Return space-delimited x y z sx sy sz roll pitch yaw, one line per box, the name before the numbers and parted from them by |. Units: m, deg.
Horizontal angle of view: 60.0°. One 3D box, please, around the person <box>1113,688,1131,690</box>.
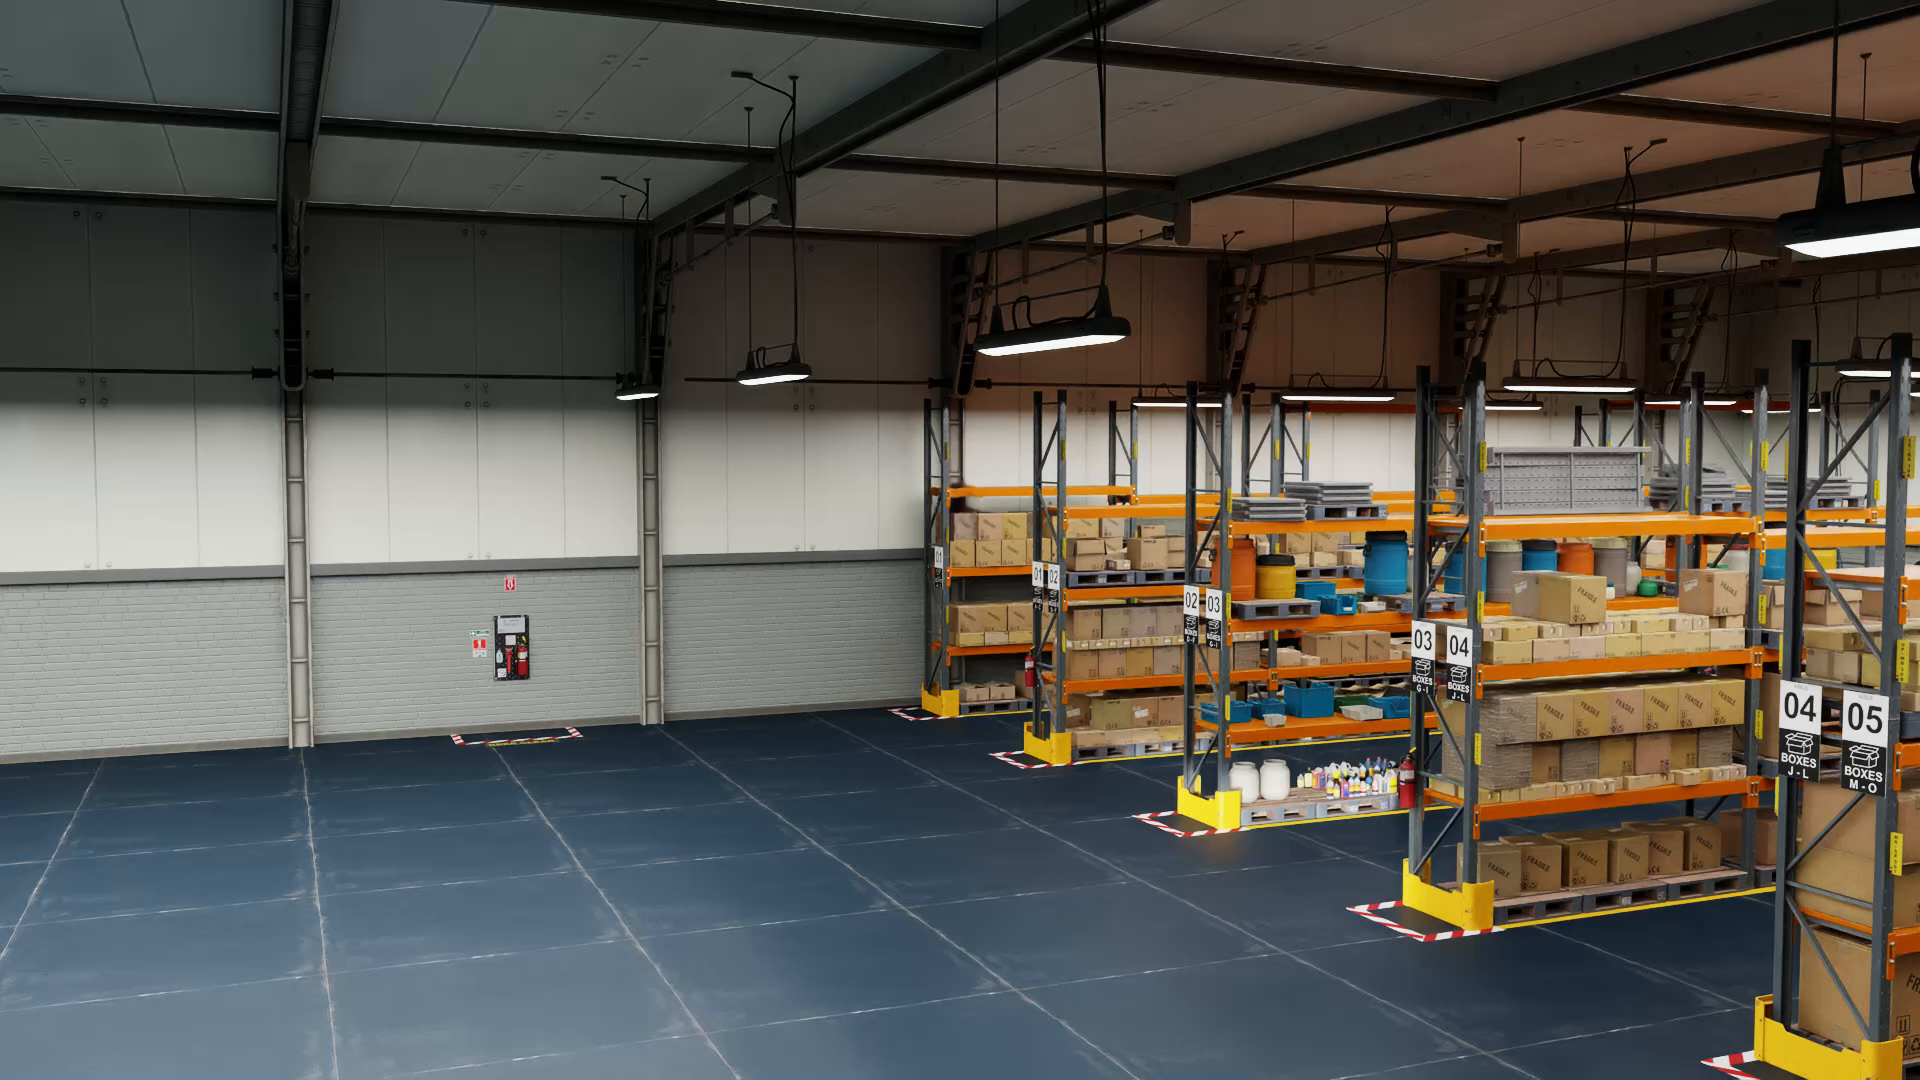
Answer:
person | 2.934 2.539 29.535 1.026 1.724 0.541 -1 4 -23
